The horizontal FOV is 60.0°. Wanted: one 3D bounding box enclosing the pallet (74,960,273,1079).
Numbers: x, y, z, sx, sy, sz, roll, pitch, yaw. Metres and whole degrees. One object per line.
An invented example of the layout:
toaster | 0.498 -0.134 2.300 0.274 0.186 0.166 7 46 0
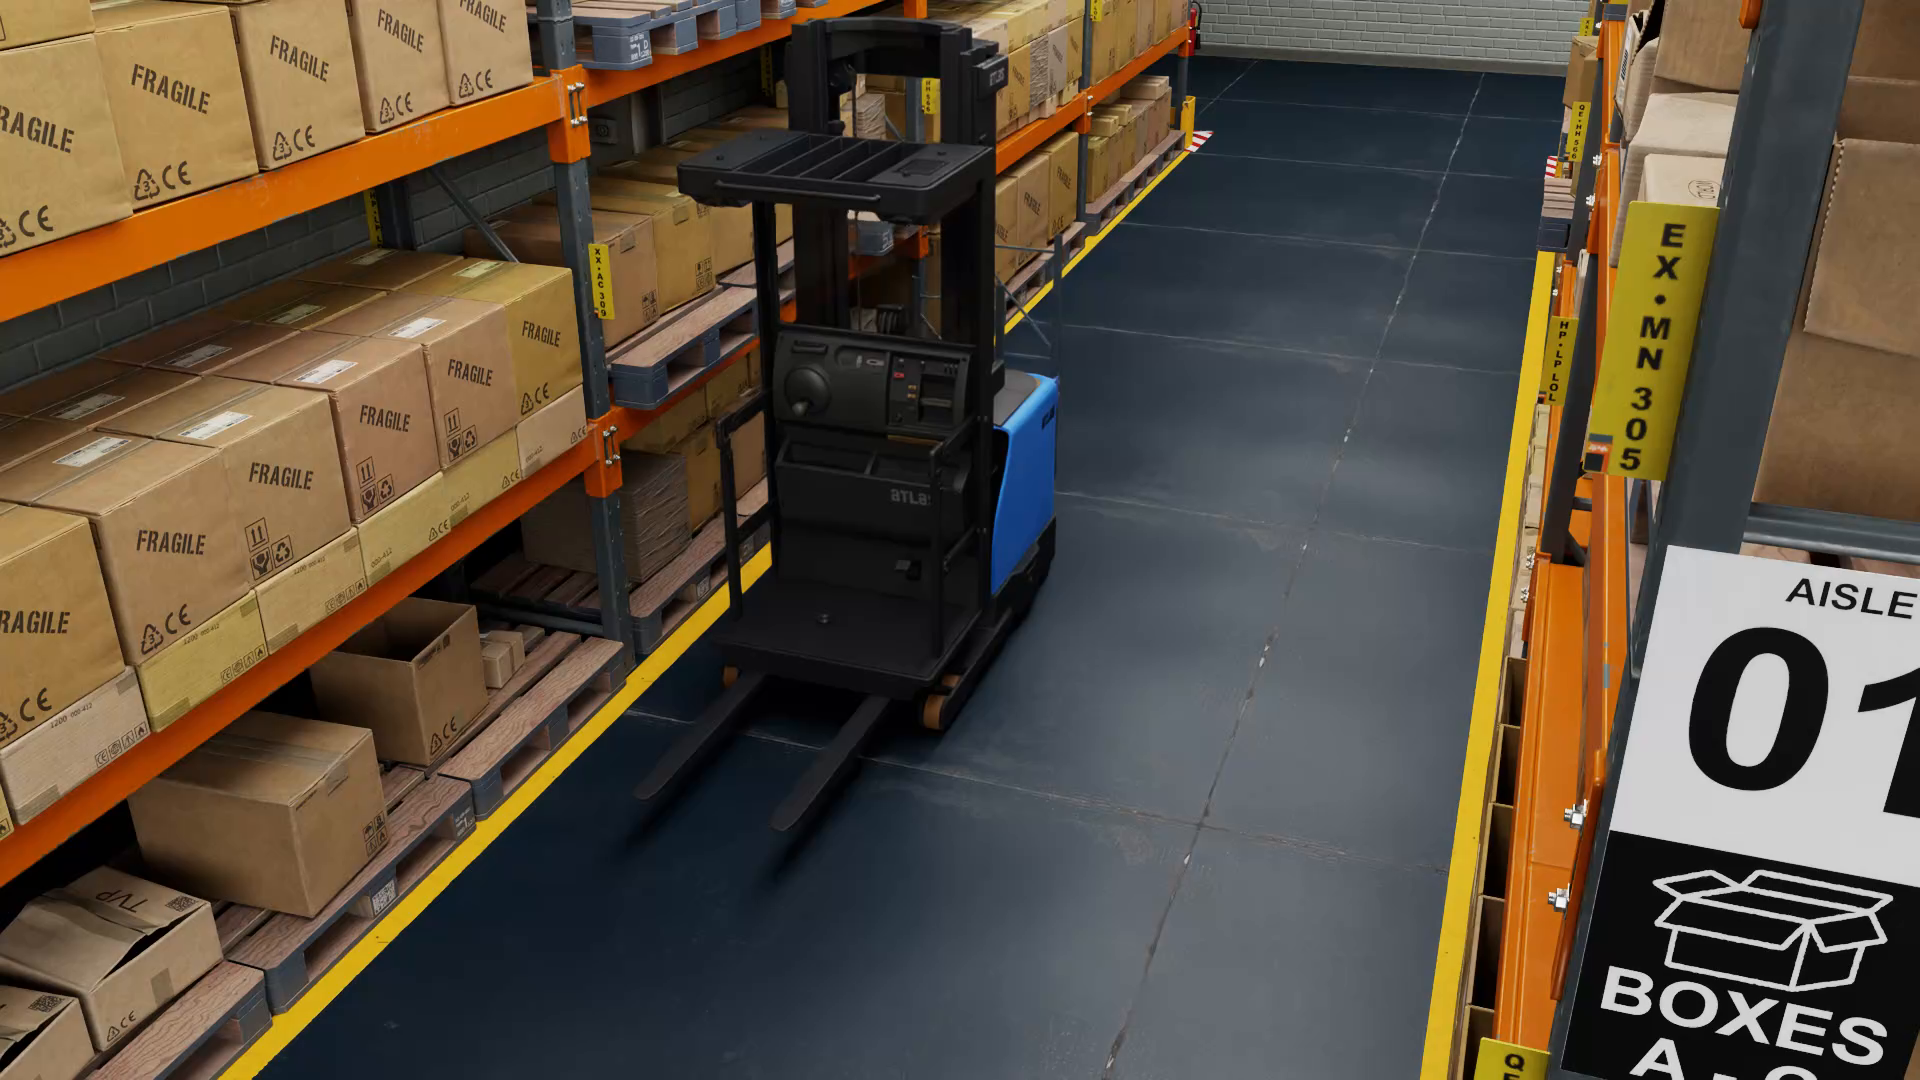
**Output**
pallet | -3.047 1.753 5.386 1.003 0.211 1.213 9 27 17

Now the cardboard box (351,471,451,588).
cardboard box | -2.243 -0.076 6.114 0.500 0.250 0.500 9 27 17

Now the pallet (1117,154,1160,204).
pallet | 1.349 -3.622 16.489 1.003 0.211 1.213 9 27 17

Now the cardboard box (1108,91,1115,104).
cardboard box | 1.327 -4.435 16.611 0.380 0.149 0.250 9 27 18

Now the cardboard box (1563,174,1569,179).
cardboard box | 5.212 -2.704 13.757 0.500 0.500 0.500 9 27 17

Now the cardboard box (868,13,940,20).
cardboard box | -0.458 -3.601 11.906 0.500 0.250 0.500 8 27 16

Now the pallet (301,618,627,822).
pallet | -2.235 0.751 7.457 1.003 0.211 1.213 9 27 17

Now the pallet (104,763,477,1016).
pallet | -2.639 1.254 6.418 1.003 0.211 1.213 9 27 17

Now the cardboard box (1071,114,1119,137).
cardboard box | 1.249 -3.836 15.372 0.380 0.149 0.250 10 27 19

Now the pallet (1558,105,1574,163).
pallet | 4.921 -2.957 12.136 1.003 0.211 1.213 9 27 17

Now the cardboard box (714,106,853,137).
cardboard box | -1.021 -2.244 9.823 0.700 0.500 0.500 6 27 13

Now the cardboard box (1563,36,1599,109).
cardboard box | 4.921 -3.428 12.291 0.700 0.500 0.500 0 26 0

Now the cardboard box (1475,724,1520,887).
cardboard box | 2.019 0.994 5.567 0.500 0.500 0.500 9 27 17

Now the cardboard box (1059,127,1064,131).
cardboard box | 0.727 -3.691 15.073 0.380 0.149 0.250 9 27 17

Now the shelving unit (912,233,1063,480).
shelving unit | 0.166 -0.871 9.329 0.538 1.500 1.048 9 27 18

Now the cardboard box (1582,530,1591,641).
cardboard box | 2.486 0.070 5.549 0.700 0.500 0.500 8 27 16

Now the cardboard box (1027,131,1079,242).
cardboard box | 0.524 -3.009 14.007 0.750 0.750 0.750 9 27 18

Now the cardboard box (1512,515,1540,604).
cardboard box | 2.828 0.100 7.631 0.500 0.311 0.500 9 27 17

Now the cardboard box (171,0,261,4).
cardboard box | -2.292 -1.952 5.111 0.500 0.500 0.500 8 27 16

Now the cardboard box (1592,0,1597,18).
cardboard box | 5.214 -4.097 13.007 0.500 0.500 0.500 9 27 18

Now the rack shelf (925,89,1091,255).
rack shelf | -0.048 -2.927 12.680 1.077 0.370 4.000 9 27 17

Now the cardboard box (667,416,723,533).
cardboard box | -1.691 -0.383 8.962 0.700 0.500 0.500 8 27 16

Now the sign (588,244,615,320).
sign | -1.530 -1.100 7.086 0.100 0.325 0.005 9 27 17

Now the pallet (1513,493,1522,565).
pallet | 3.648 -0.125 9.265 1.003 0.211 1.213 9 27 17

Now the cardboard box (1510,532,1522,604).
cardboard box | 3.003 0.141 8.191 0.500 0.250 0.500 9 27 18

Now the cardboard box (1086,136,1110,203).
cardboard box | 0.963 -3.429 15.278 0.700 0.500 0.500 9 27 18

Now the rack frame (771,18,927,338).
rack frame | -0.714 -2.429 10.825 1.000 3.000 0.127 9 27 17

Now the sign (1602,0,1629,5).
sign | 2.113 -1.868 5.269 0.100 0.325 0.005 9 27 17

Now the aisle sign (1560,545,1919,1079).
aisle sign | 0.998 0.389 2.020 0.394 0.787 0.004 9 27 17

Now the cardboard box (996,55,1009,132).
cardboard box | 0.039 -3.197 11.933 0.500 0.500 0.500 9 27 17

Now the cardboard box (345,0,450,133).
cardboard box | -2.160 -1.740 5.822 0.500 0.500 0.500 6 27 13

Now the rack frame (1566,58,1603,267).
rack frame | 3.959 -1.712 9.345 1.000 3.000 0.127 9 27 17

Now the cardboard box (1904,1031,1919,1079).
cardboard box | 1.482 0.734 2.688 0.700 0.500 0.500 9 27 18

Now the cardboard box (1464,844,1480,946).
cardboard box | 2.016 1.331 5.732 0.500 0.250 0.500 9 27 17

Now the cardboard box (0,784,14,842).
cardboard box | -2.914 0.762 4.383 0.500 0.250 0.500 8 27 16

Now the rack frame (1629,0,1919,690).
rack frame | 1.297 -1.125 1.247 1.000 3.000 0.127 9 27 17

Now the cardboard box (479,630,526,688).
cardboard box | -2.194 0.516 7.489 0.380 0.166 0.250 5 26 11

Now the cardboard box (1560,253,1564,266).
cardboard box | 4.400 -1.986 11.413 0.500 0.250 0.500 8 27 16

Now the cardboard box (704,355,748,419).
cardboard box | -1.503 -0.897 9.163 0.500 0.250 0.500 8 27 16

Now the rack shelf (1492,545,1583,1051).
rack shelf | 1.962 1.077 4.409 1.077 0.370 4.000 9 27 17

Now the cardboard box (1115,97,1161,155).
cardboard box | 1.643 -4.273 17.020 0.700 0.500 0.500 9 27 17

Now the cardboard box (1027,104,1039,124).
cardboard box | 0.405 -3.374 13.042 0.380 0.149 0.250 9 27 17

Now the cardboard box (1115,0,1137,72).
cardboard box | 1.061 -4.728 15.228 0.980 0.700 0.700 8 27 16

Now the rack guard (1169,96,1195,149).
rack guard | 1.957 -4.602 18.180 1.175 0.500 0.348 9 27 17

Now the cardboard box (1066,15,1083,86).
cardboard box | 0.702 -4.035 13.662 0.500 0.500 0.500 8 27 17

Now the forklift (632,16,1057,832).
forklift | -0.474 -0.665 7.259 1.130 2.935 3.031 9 27 18

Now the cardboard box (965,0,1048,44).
cardboard box | 0.354 -3.951 12.629 0.500 0.250 0.500 9 27 18

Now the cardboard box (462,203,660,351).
cardboard box | -1.843 -1.233 7.734 0.700 0.500 0.500 9 27 18

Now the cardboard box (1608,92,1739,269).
cardboard box | 1.616 -0.727 3.327 0.500 0.311 0.500 12 28 23

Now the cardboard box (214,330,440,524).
cardboard box | -2.249 -0.414 5.952 0.500 0.500 0.500 8 27 16

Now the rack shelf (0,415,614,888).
rack shelf | -2.710 0.360 5.890 1.077 0.370 4.000 9 27 17

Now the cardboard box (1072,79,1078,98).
cardboard box | 0.772 -3.789 13.899 0.380 0.149 0.250 9 27 18

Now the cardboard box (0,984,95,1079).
cardboard box | -3.061 1.599 5.086 0.500 0.311 0.500 6 26 12

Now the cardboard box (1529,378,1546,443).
cardboard box | 3.508 -0.744 9.374 0.500 0.311 0.500 10 27 19

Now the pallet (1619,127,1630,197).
pallet | 2.368 -1.025 4.584 1.003 0.211 1.213 9 27 17

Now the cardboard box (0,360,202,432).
cardboard box | -2.907 -0.271 5.656 0.500 0.500 0.500 9 27 18
